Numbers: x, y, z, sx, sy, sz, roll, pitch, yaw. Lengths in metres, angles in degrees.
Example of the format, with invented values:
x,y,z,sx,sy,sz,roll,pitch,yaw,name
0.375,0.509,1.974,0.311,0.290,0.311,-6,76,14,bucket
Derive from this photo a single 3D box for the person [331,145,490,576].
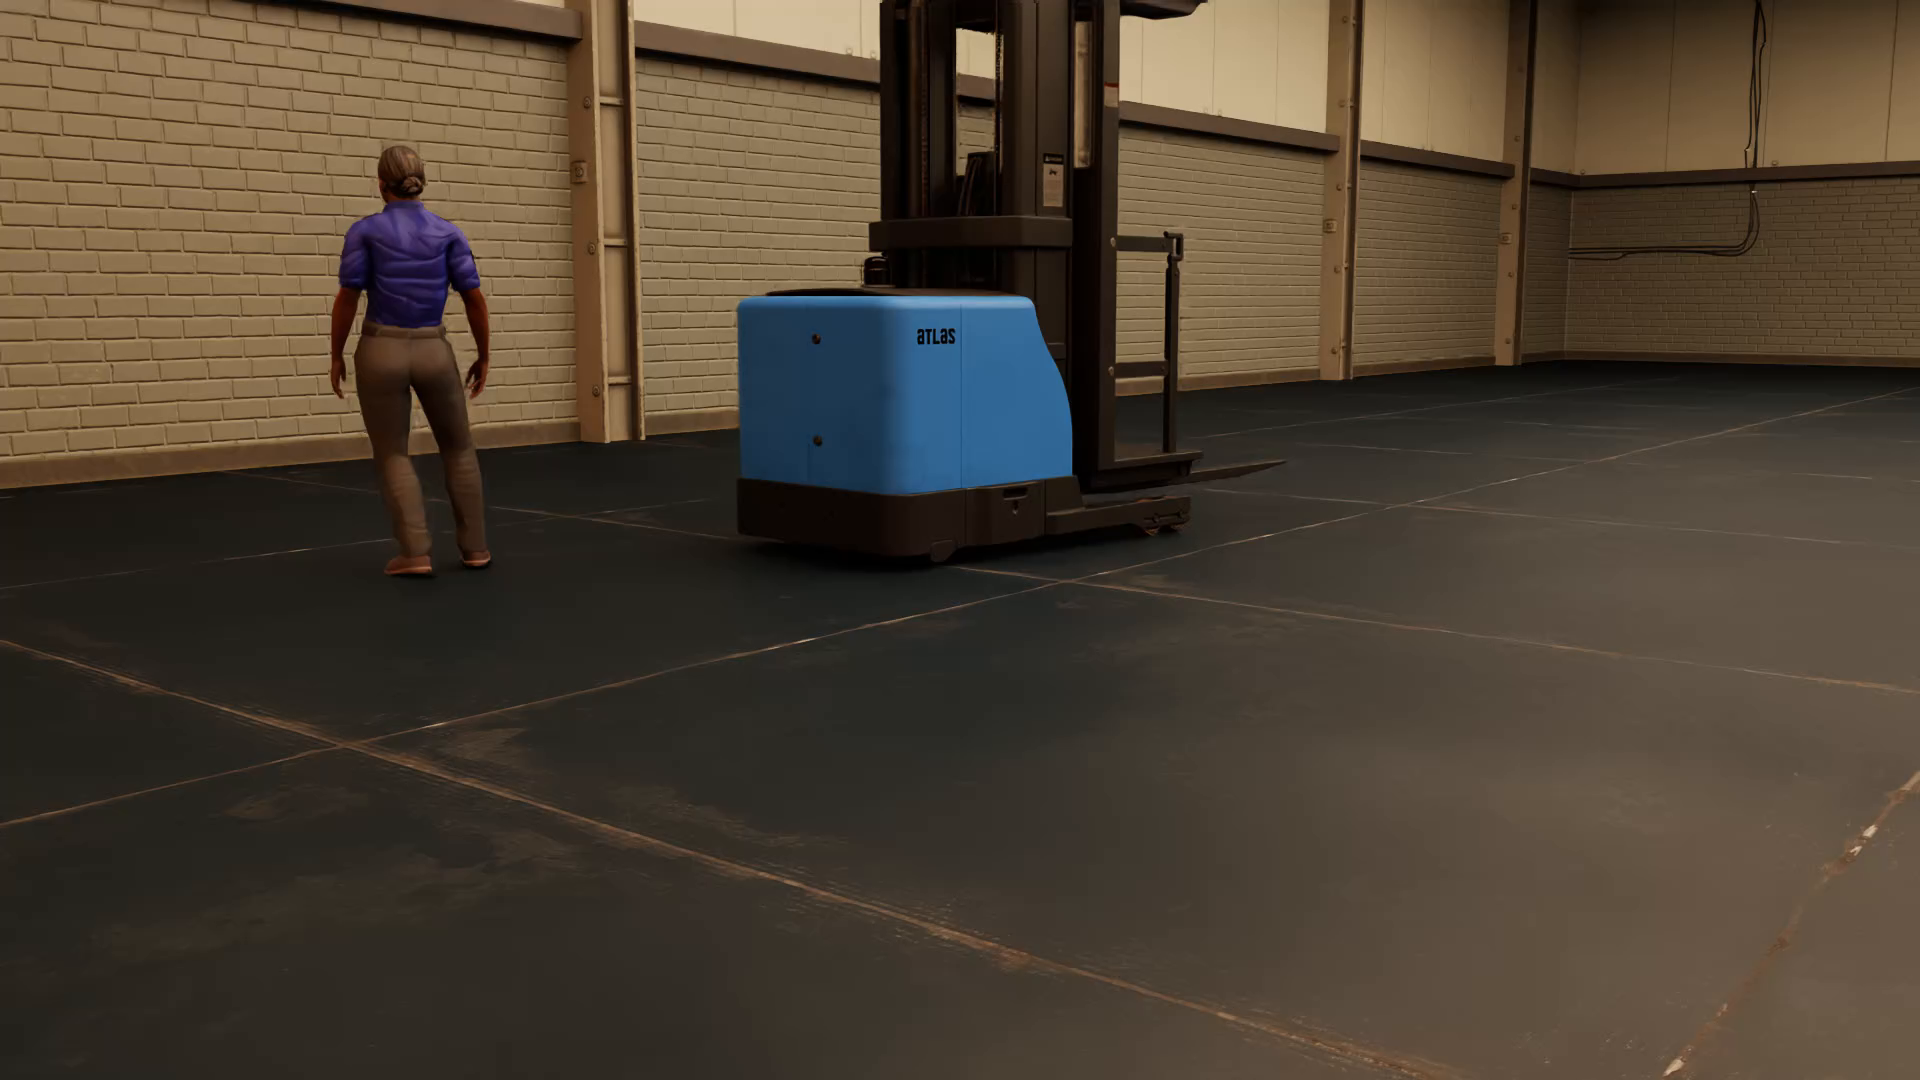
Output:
x,y,z,sx,sy,sz,roll,pitch,yaw,name
-2.127,-0.677,6.457,0.602,1.646,0.501,-4,9,-28,person

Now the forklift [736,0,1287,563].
x,y,z,sx,sy,sz,roll,pitch,yaw,name
0.426,-1.519,7.661,1.130,2.935,3.031,8,11,43,forklift
